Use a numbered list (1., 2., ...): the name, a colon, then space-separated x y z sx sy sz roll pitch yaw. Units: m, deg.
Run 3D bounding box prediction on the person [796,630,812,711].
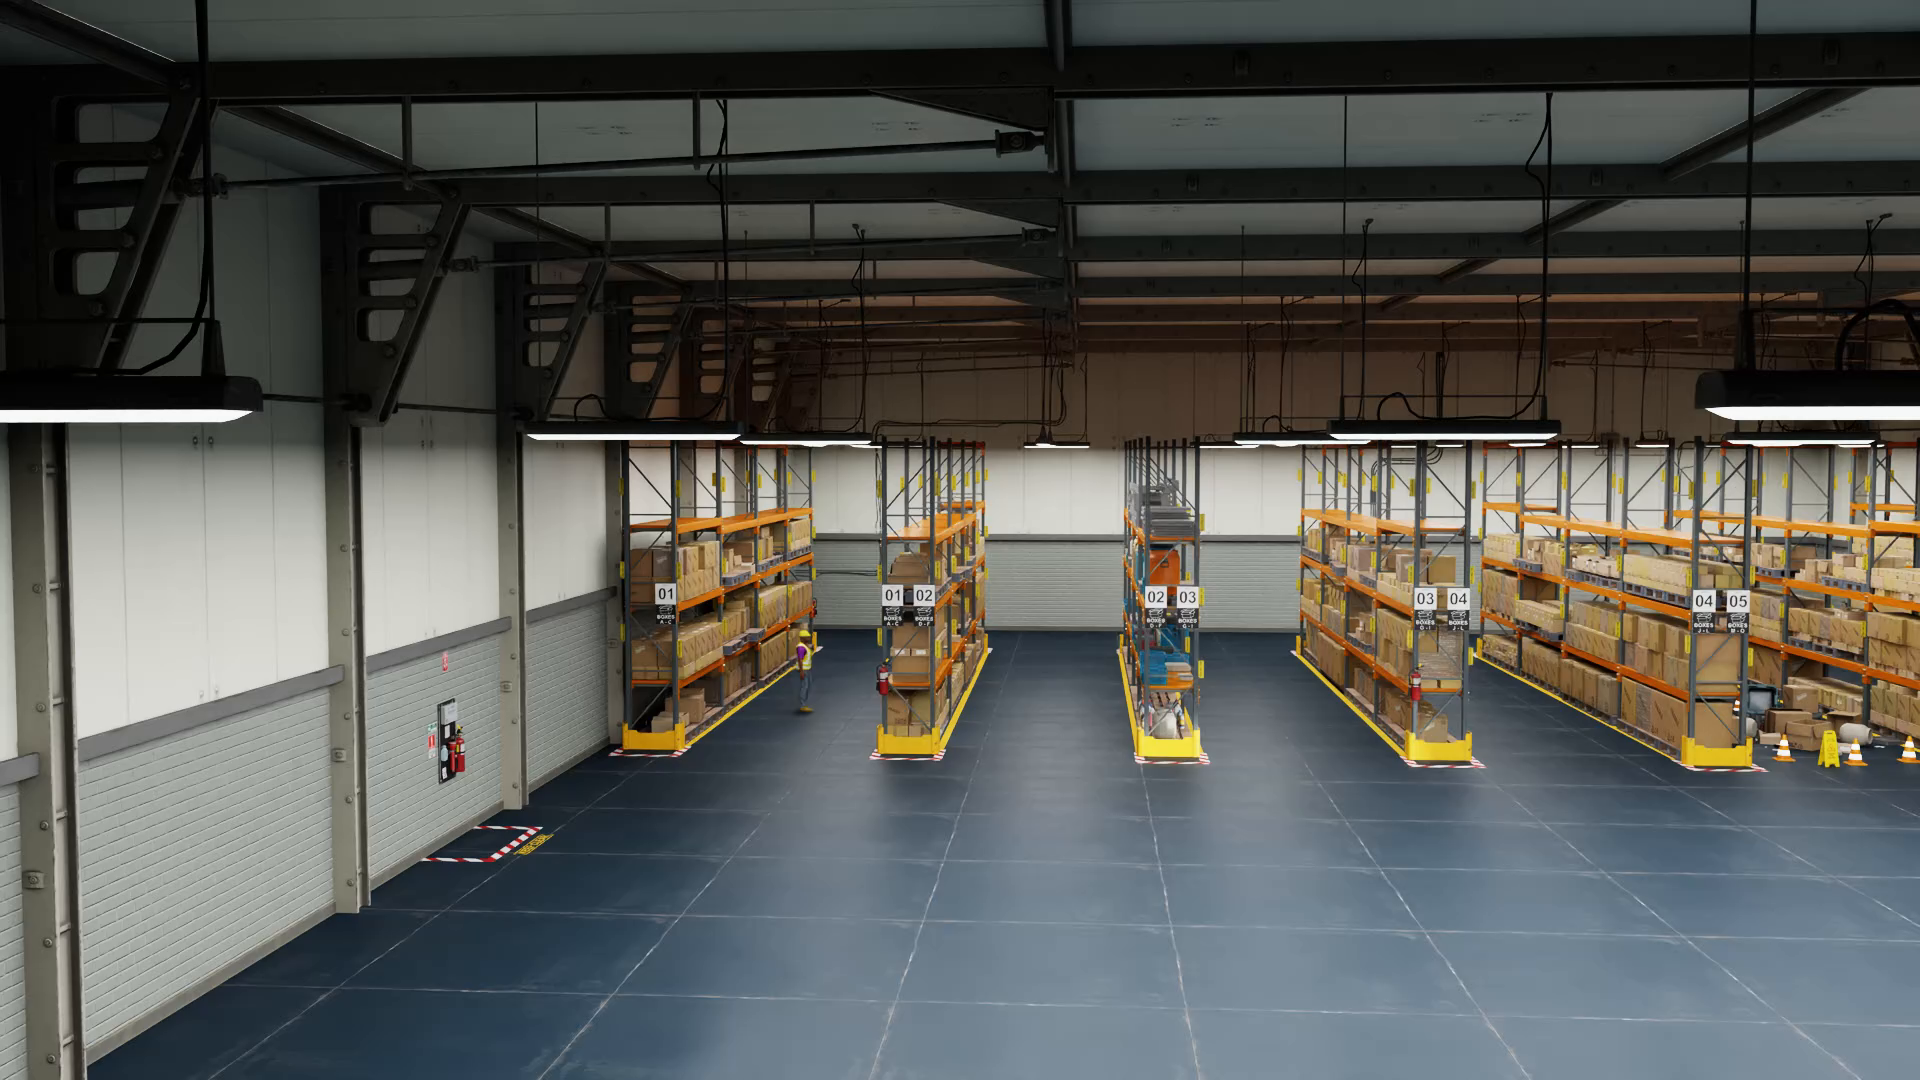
1. person: -3.427 2.917 36.716 0.390 1.851 0.650 0 3 6
